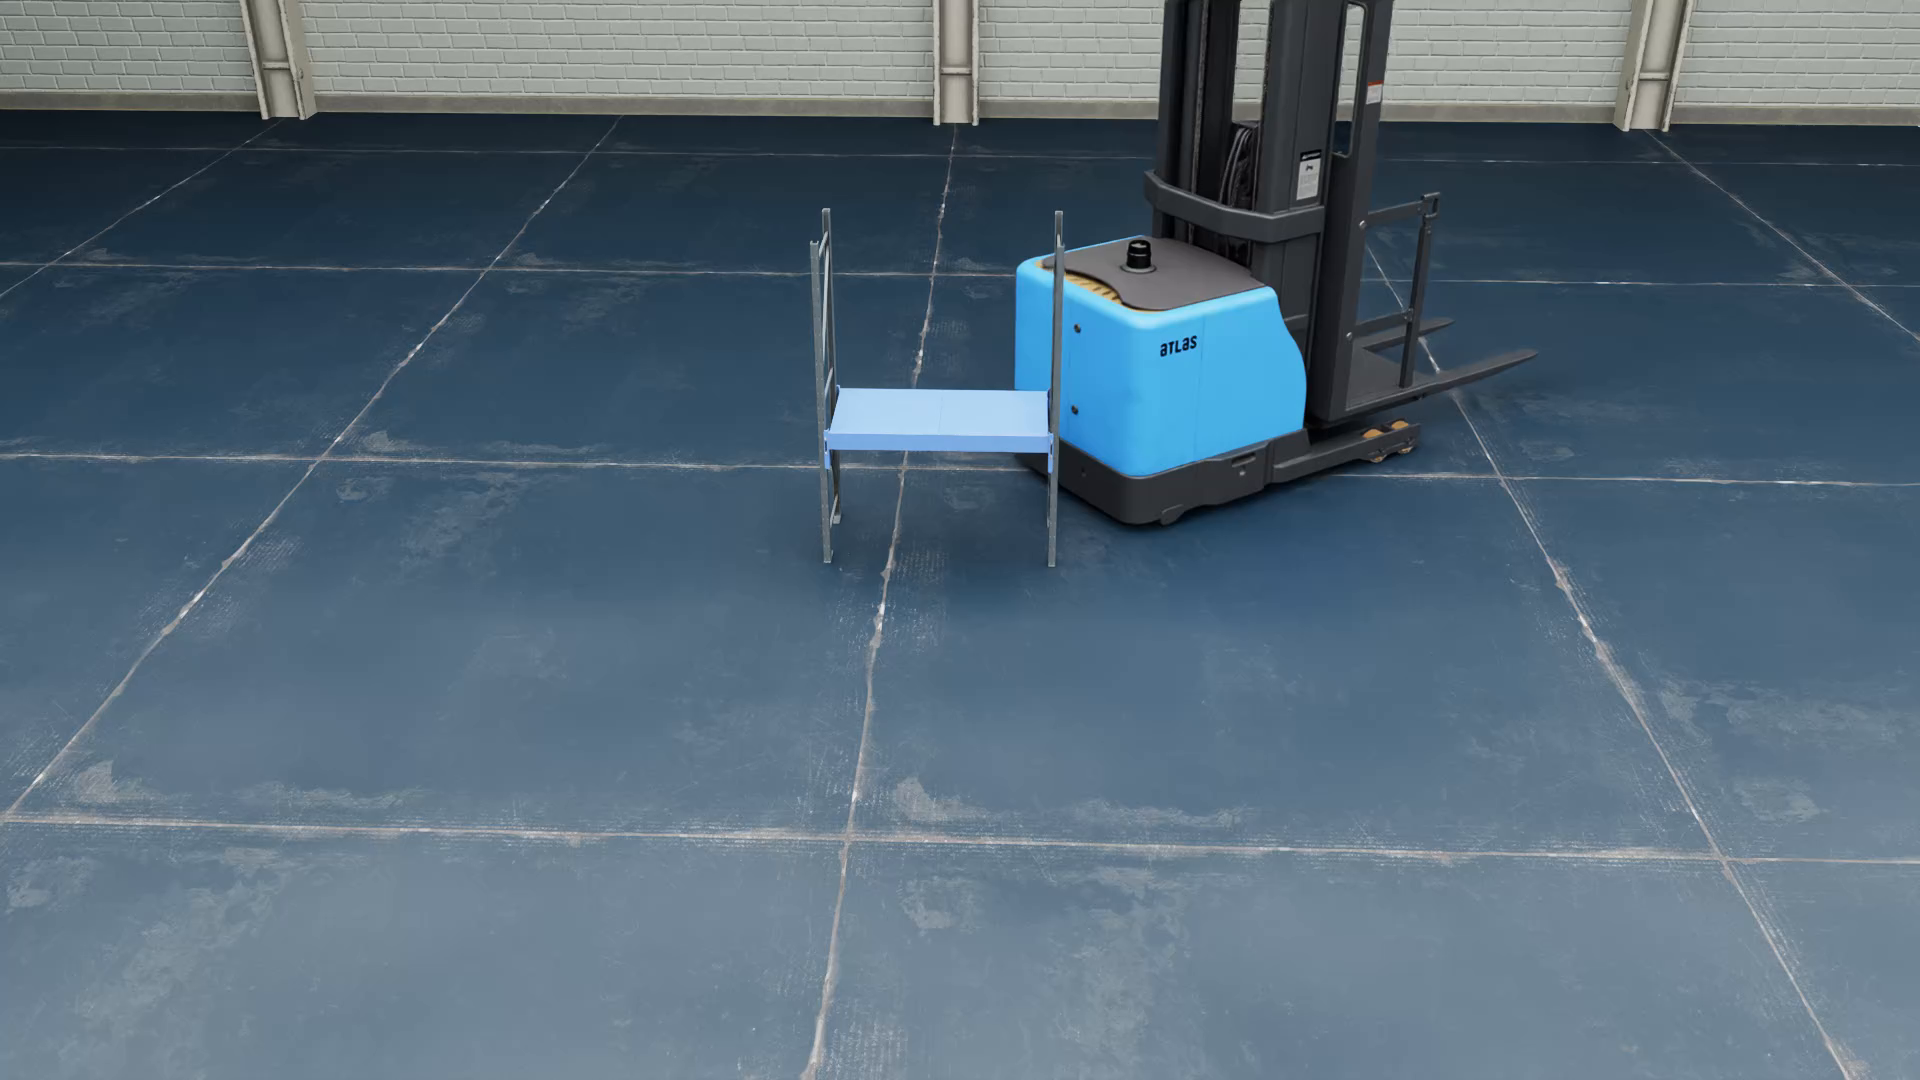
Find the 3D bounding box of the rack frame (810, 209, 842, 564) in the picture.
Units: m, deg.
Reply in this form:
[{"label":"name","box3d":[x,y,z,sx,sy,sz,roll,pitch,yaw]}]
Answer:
[{"label":"rack frame","box3d":[-0.593,-0.672,7.417,0.032,1.500,0.500,1,28,2]}]

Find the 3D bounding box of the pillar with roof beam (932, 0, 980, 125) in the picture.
[{"label":"pillar with roof beam","box3d":[-0.183,-5.686,8.869,0.400,9.000,9.100,1,28,2]}]

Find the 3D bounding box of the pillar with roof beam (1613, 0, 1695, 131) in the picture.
[{"label":"pillar with roof beam","box3d":[5.813,-5.587,8.682,0.400,9.000,9.100,1,28,2]}]

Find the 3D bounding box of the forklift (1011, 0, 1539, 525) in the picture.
[{"label":"forklift","box3d":[1.769,-1.879,8.165,3.031,2.935,1.130,-17,32,-29]}]

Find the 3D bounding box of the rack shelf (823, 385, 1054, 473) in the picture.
[{"label":"rack shelf","box3d":[-0.085,-0.505,7.486,1.000,0.185,0.538,1,28,2]}]

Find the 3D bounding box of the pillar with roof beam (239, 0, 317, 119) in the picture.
[{"label":"pillar with roof beam","box3d":[-6.179,-5.785,9.056,0.400,9.000,9.100,1,28,2]}]

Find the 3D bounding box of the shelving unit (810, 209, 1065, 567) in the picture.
[{"label":"shelving unit","box3d":[-0.085,-0.664,7.401,1.048,1.500,0.538,1,28,2]}]

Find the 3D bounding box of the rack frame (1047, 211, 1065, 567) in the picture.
[{"label":"rack frame","box3d":[0.423,-0.656,7.386,0.032,1.500,0.500,1,28,2]}]
